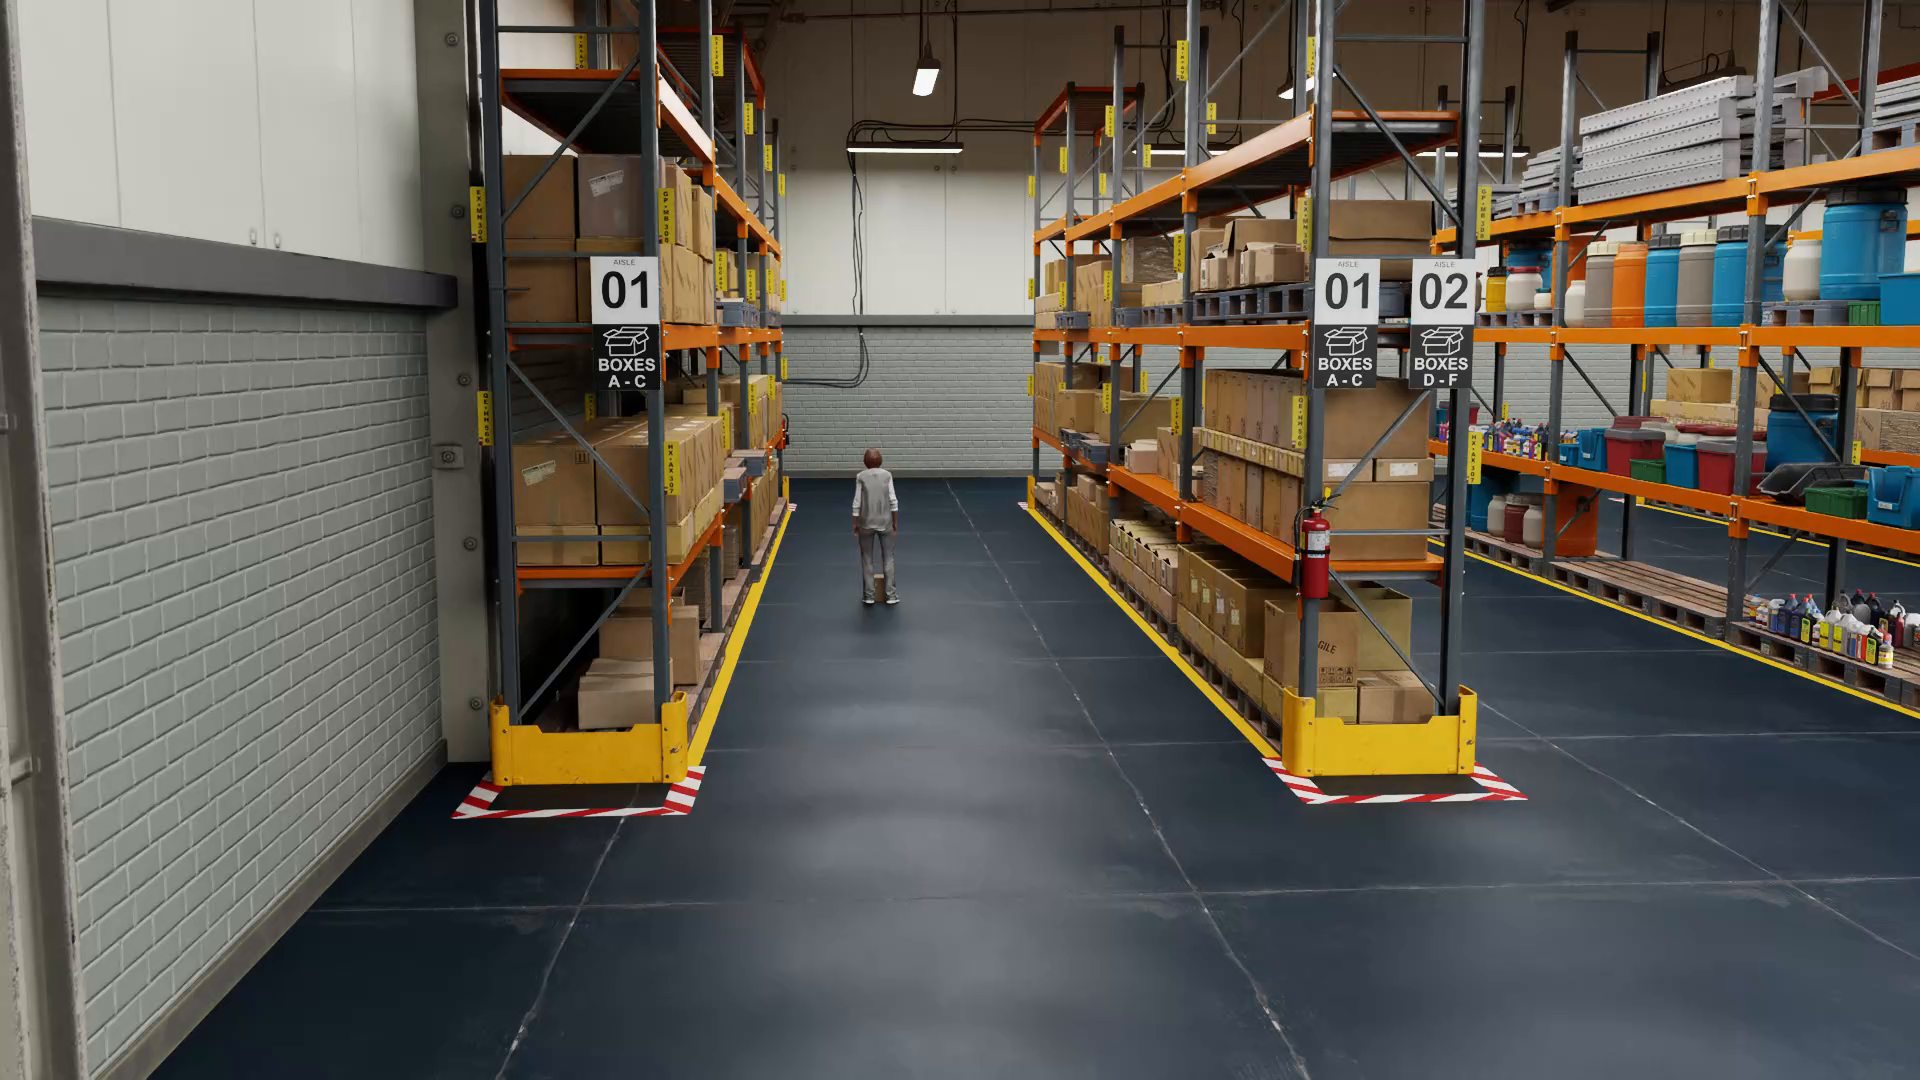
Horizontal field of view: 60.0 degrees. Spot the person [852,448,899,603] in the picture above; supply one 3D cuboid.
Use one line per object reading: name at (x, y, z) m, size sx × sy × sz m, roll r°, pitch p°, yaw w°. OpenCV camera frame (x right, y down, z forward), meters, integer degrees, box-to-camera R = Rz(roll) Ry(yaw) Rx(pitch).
person at (-0.858, -0.141, 16.940) m, size 0.485 × 1.593 × 0.374 m, roll -1°, pitch 7°, yaw -7°
